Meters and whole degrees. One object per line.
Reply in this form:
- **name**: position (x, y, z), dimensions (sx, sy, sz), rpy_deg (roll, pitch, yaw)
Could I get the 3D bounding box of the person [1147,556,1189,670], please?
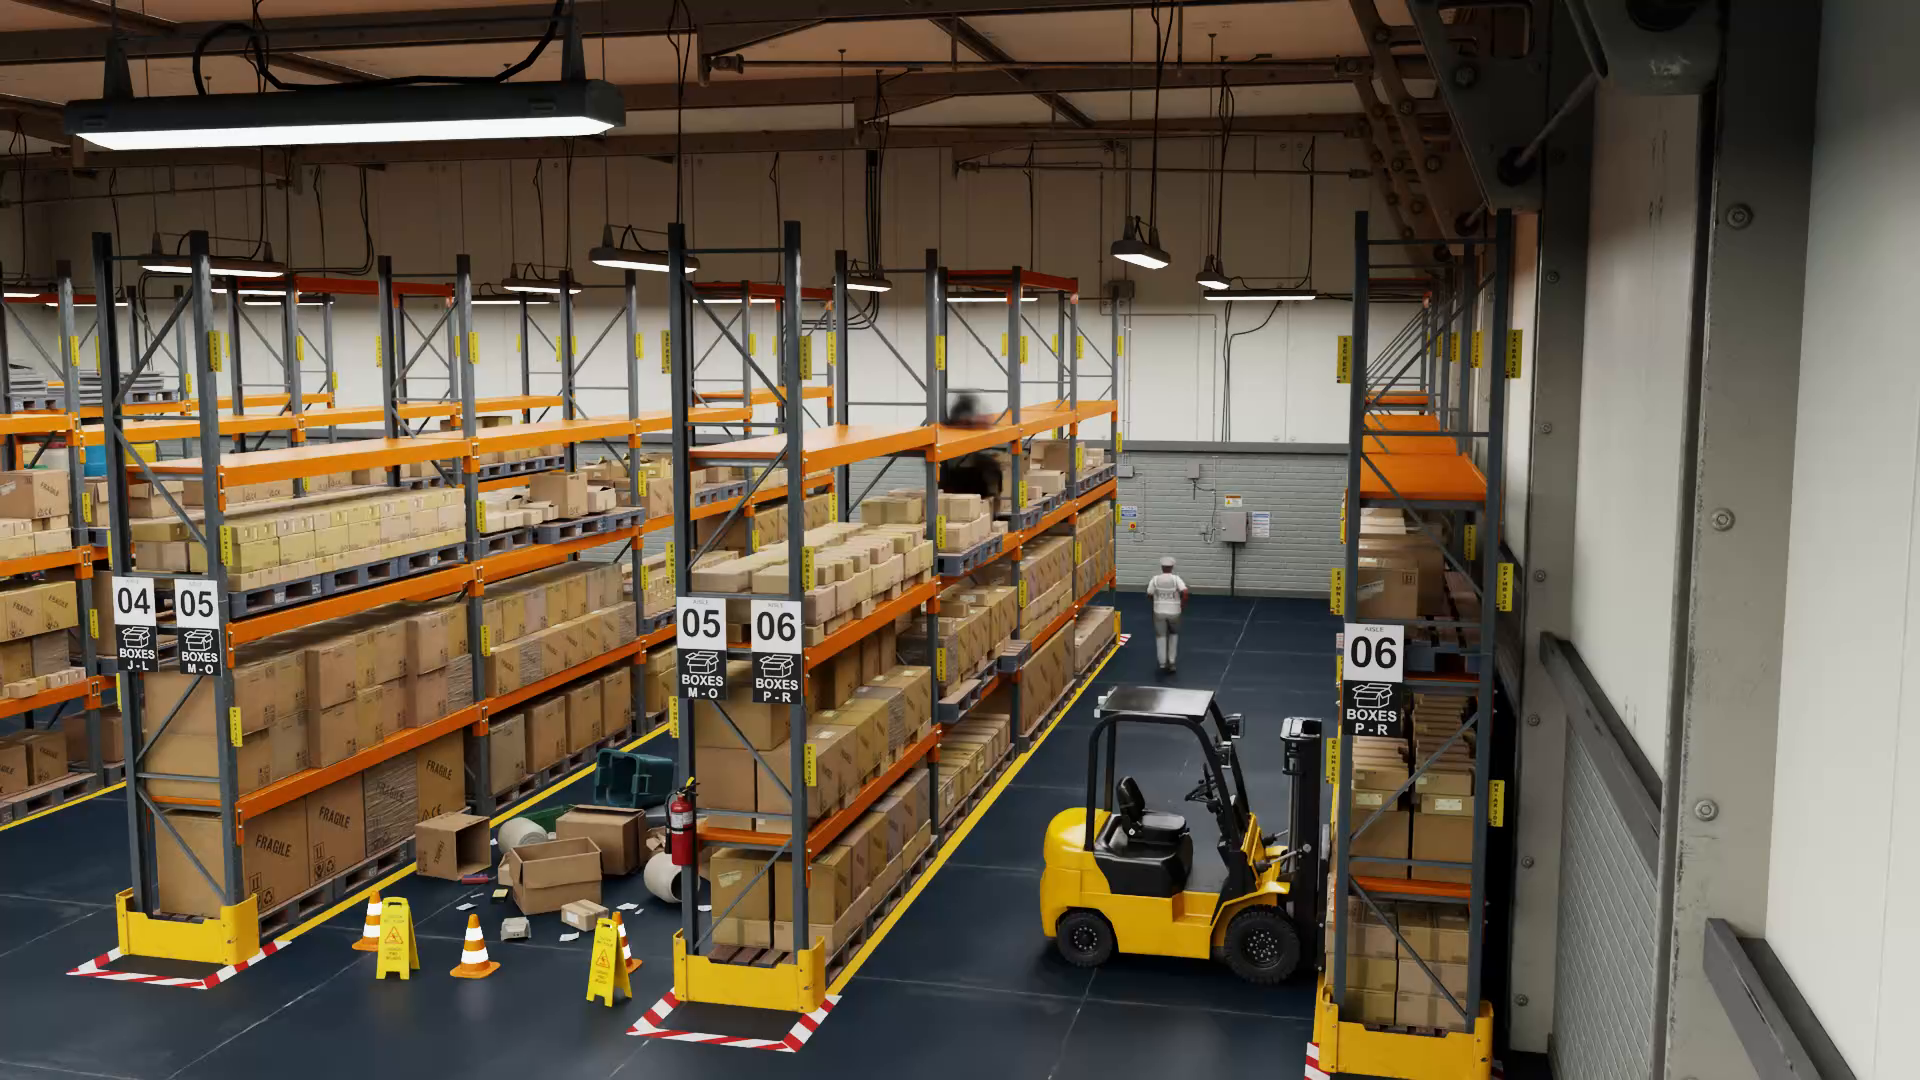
- **person**: position (3.199, 1.173, 25.685), dimensions (0.641, 1.856, 0.721), rpy_deg (1, 7, 6)
